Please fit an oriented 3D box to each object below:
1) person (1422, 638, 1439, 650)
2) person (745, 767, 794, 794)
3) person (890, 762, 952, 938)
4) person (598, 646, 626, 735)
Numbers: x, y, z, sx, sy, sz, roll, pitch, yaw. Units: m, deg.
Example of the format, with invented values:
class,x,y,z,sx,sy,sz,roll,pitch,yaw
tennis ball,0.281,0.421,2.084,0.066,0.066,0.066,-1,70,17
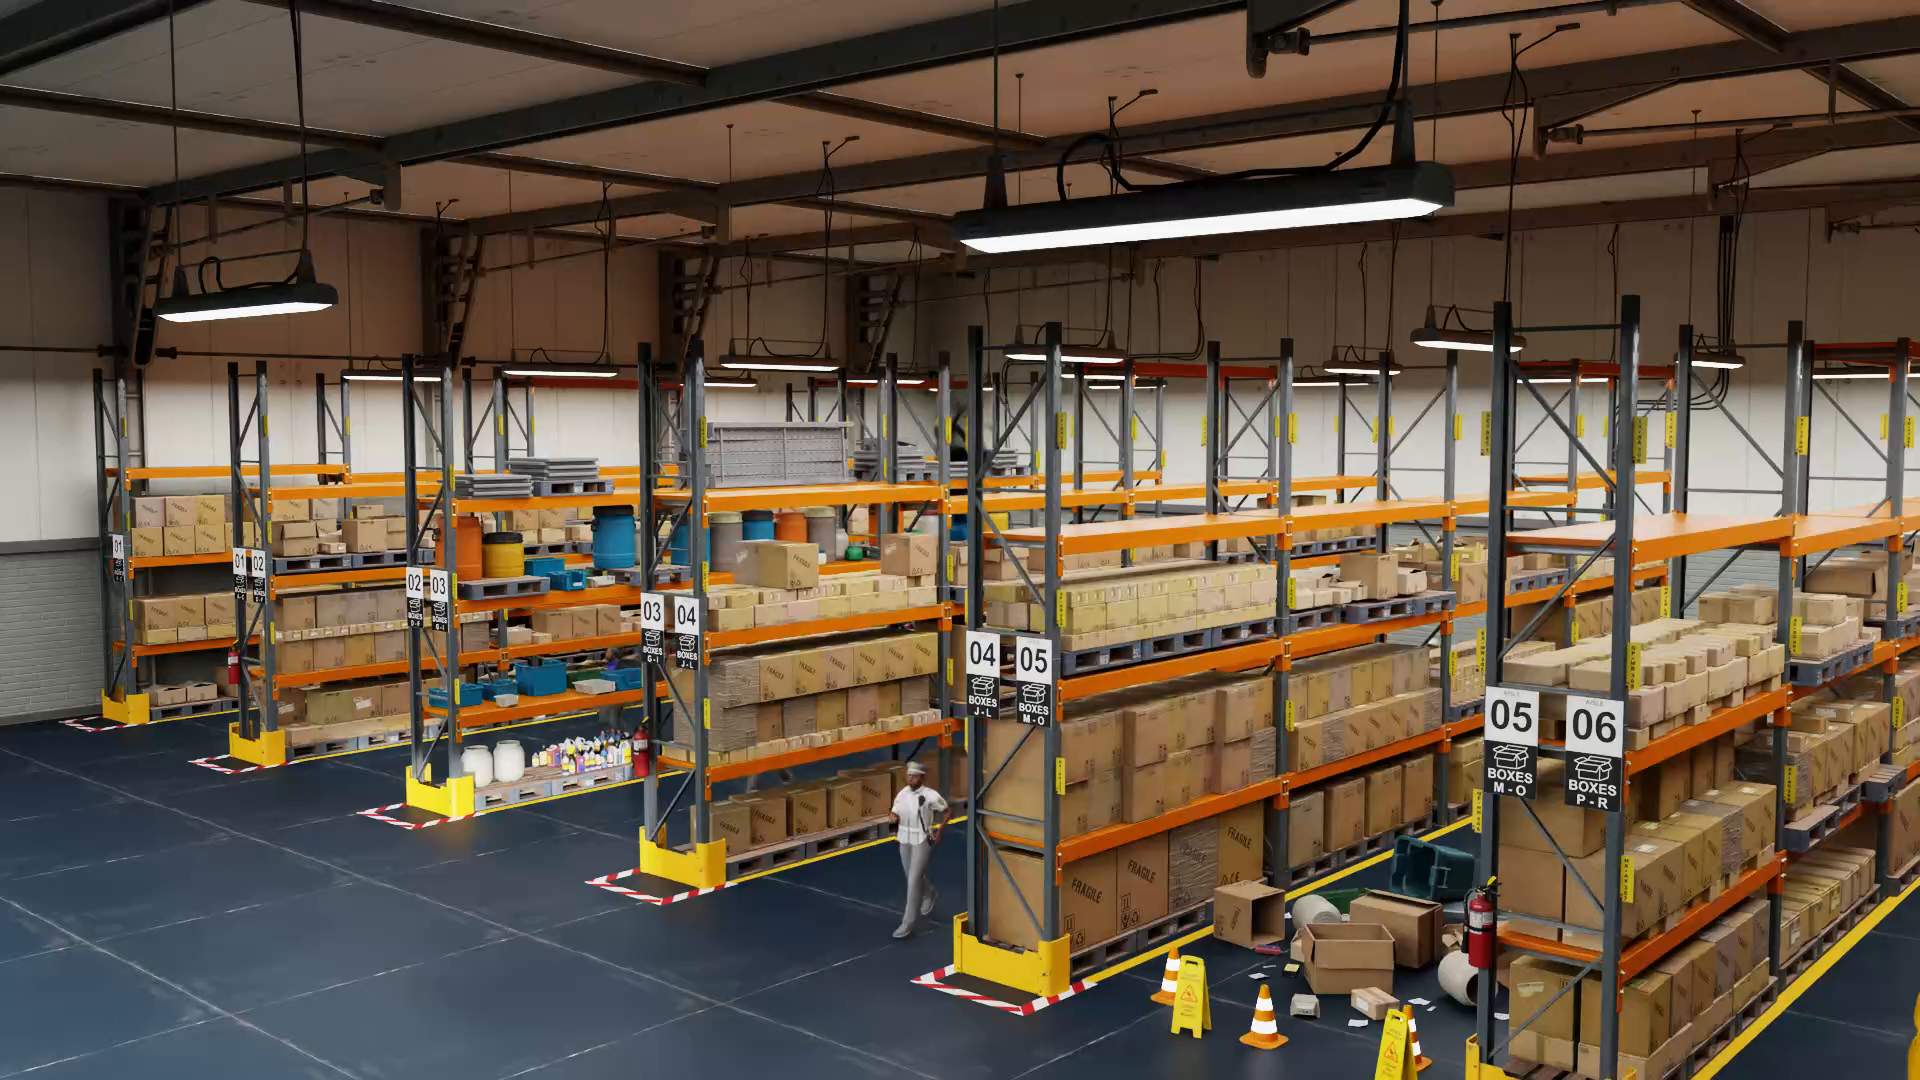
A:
class,x,y,z,sx,sy,sz,roll,pitch,yaw
person,7.324,2.409,25.805,0.757,1.802,0.704,-3,5,-38
person,-2.591,2.625,22.179,0.656,1.758,0.969,2,5,28
person,-0.437,3.064,16.784,0.572,1.686,0.925,3,5,32
person,-5.390,2.462,25.840,0.566,1.623,0.571,4,6,44
